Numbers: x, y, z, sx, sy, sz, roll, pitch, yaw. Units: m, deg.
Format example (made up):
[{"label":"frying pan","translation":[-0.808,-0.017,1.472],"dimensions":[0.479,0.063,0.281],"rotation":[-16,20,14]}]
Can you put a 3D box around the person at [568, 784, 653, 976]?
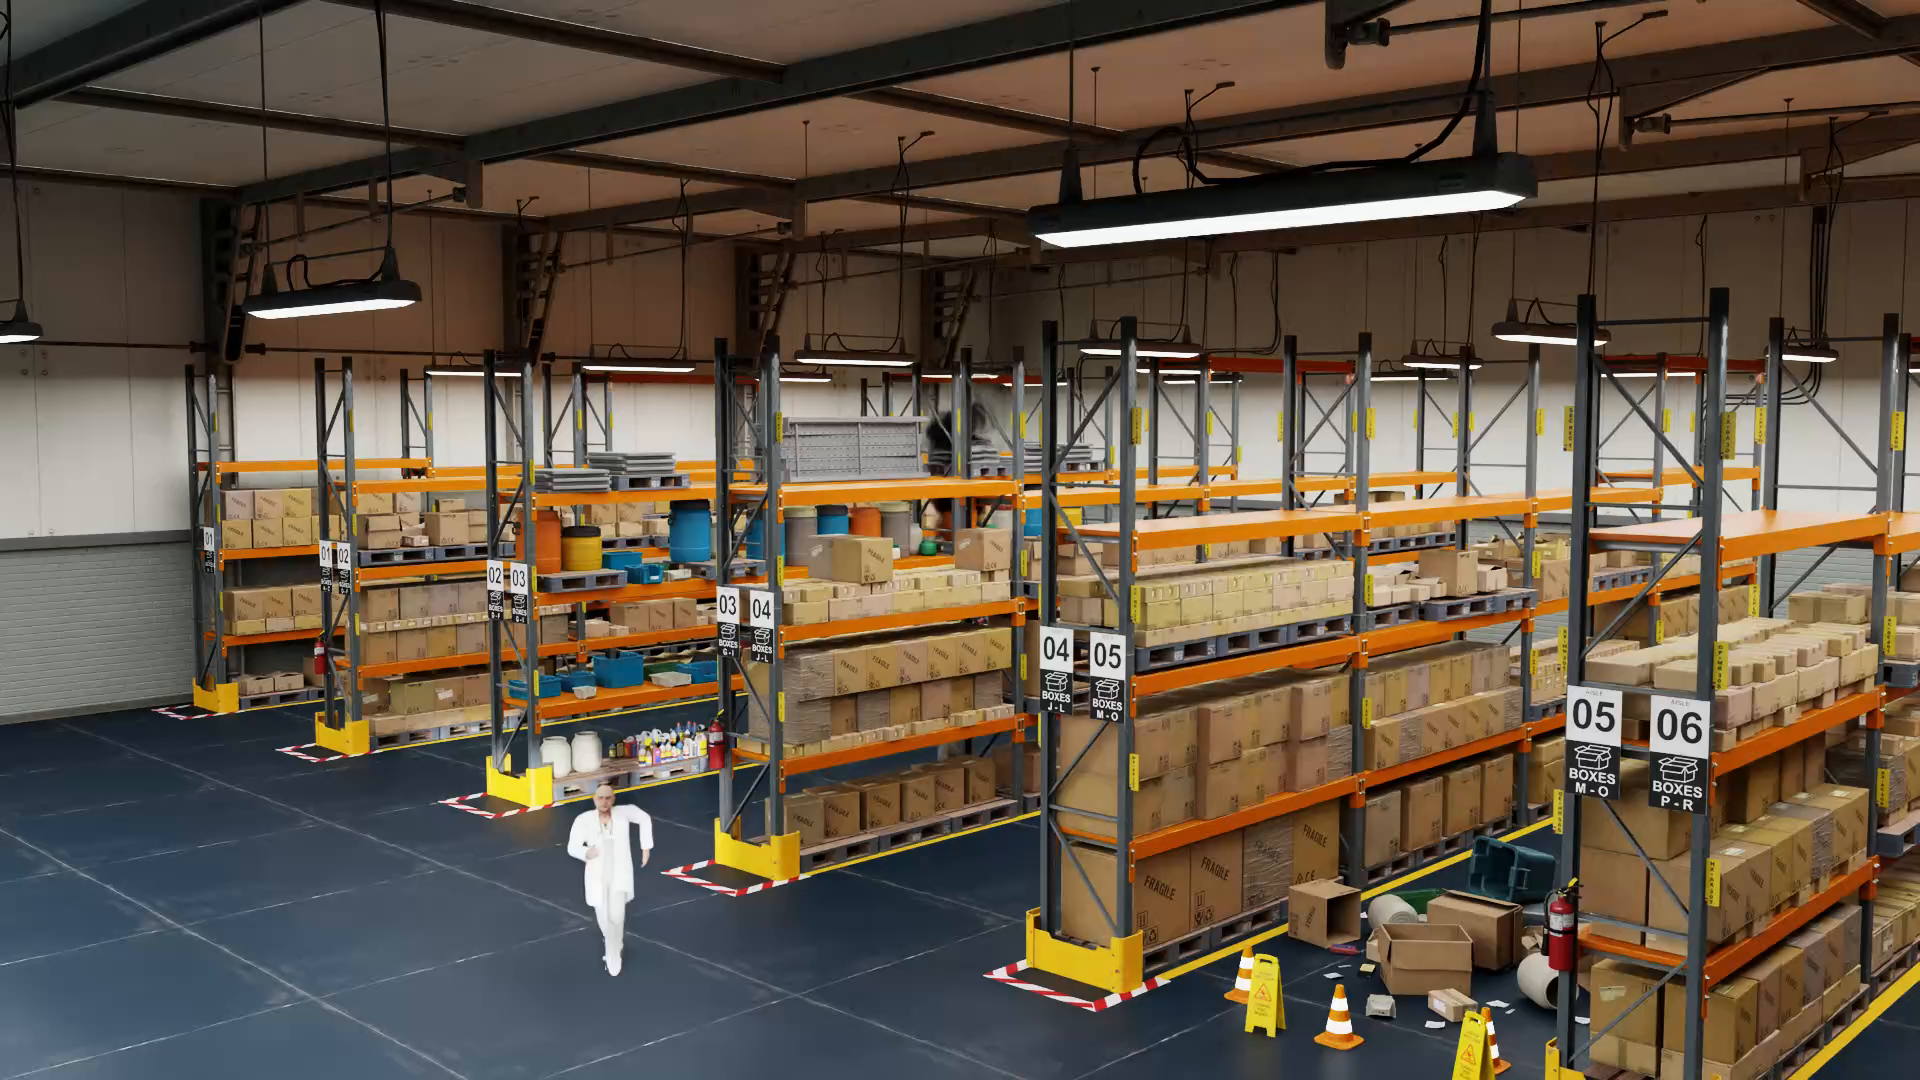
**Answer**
[{"label":"person","translation":[-3.214,3.108,15.314],"dimensions":[0.752,1.770,0.885],"rotation":[-1,4,-8]}]

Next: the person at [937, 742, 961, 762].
[{"label":"person","translation":[-0.173,2.533,23.307],"dimensions":[0.607,1.651,0.941],"rotation":[4,6,43]}]
